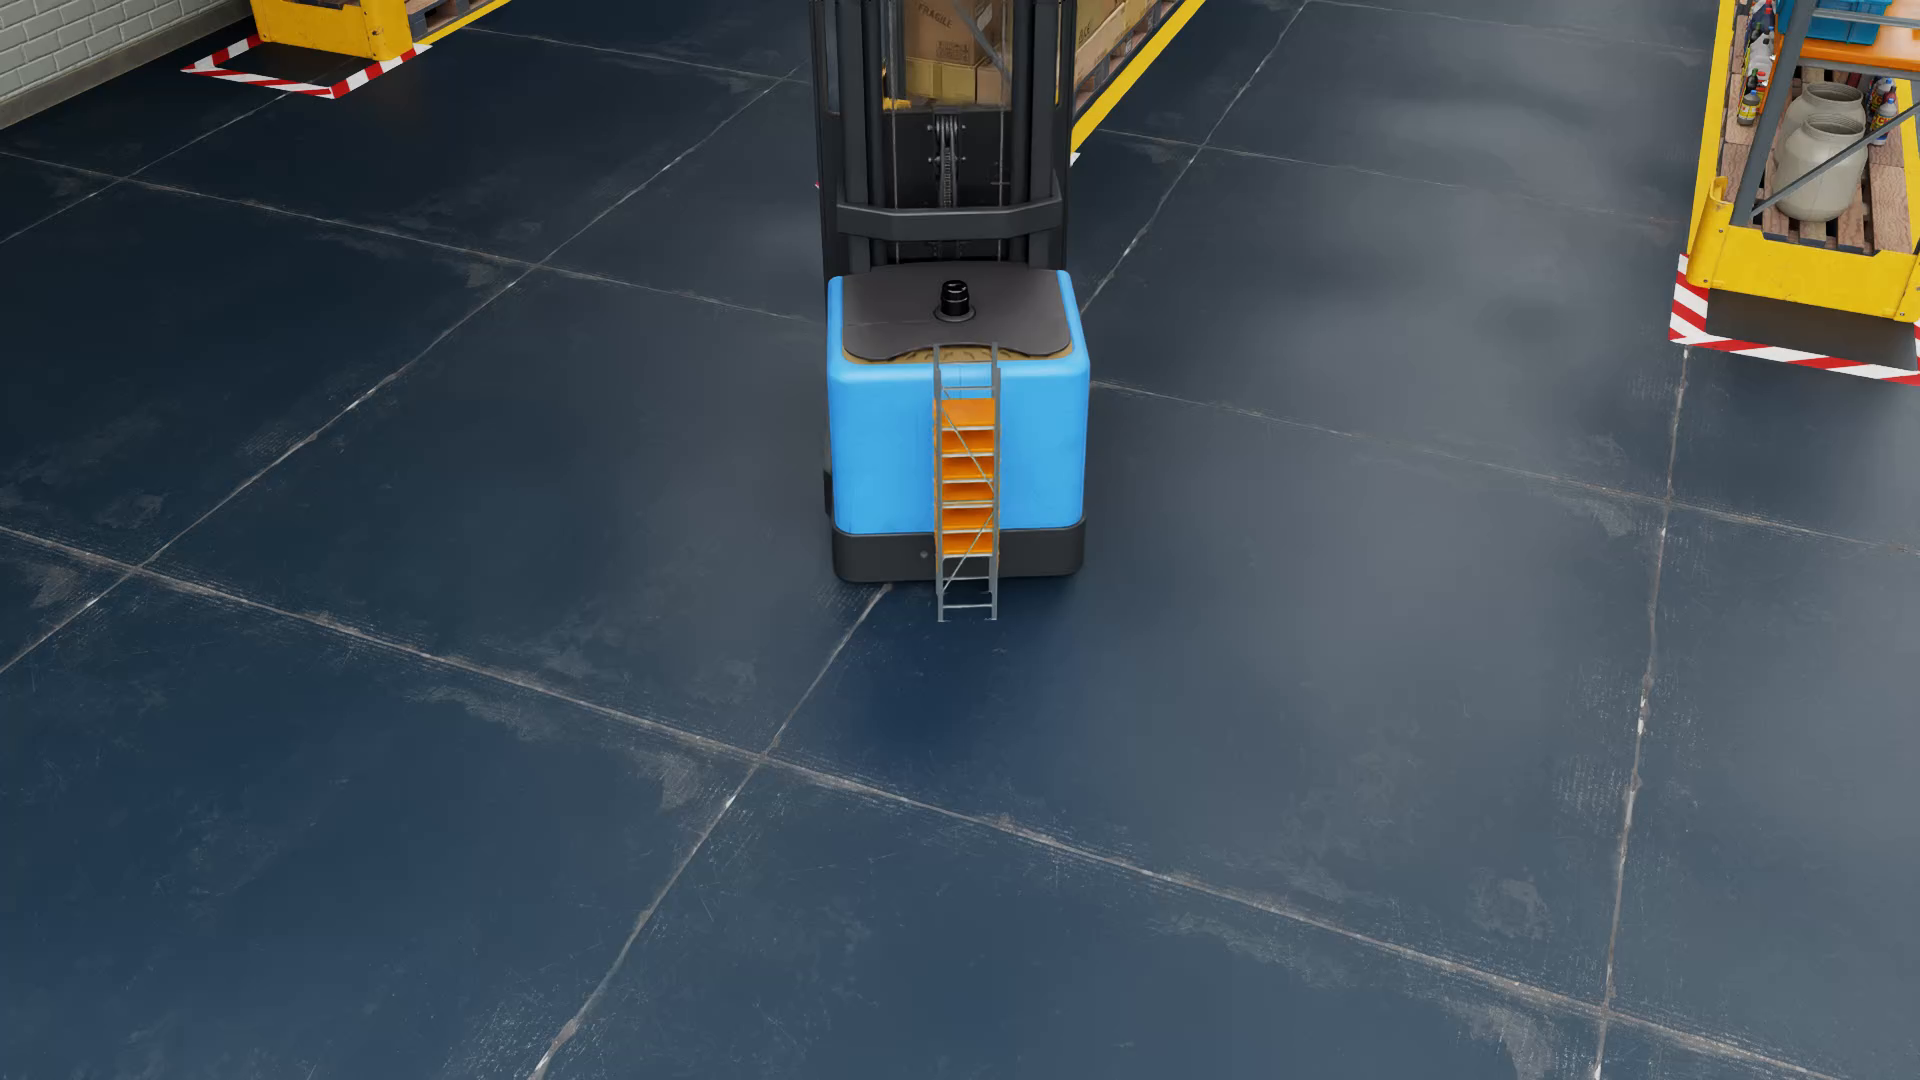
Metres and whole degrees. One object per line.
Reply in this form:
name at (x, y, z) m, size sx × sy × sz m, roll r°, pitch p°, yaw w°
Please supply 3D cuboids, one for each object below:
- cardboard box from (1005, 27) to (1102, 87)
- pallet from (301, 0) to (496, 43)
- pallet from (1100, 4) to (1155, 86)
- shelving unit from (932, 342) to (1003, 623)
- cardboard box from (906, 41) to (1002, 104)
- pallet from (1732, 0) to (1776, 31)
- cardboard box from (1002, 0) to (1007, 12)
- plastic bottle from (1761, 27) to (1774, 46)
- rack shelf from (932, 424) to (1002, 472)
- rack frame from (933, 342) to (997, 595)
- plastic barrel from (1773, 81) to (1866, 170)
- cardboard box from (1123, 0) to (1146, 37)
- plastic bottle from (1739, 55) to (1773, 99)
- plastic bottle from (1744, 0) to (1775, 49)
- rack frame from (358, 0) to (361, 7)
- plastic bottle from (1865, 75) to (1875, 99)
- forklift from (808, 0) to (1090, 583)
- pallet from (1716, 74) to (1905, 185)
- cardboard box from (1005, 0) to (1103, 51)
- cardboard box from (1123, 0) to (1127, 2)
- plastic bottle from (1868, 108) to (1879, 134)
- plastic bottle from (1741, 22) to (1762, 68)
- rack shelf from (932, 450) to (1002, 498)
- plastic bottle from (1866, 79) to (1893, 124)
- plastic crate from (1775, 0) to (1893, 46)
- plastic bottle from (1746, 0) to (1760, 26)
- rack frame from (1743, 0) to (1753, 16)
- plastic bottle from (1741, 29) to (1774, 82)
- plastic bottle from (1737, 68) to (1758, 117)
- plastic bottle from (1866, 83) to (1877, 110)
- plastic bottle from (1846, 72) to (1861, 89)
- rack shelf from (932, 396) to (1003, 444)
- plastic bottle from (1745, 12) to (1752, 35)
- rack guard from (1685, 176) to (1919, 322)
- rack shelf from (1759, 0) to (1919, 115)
cardboard box at (0.618, -3.236, 11.019) m, size 0.500 × 0.250 × 0.500 m, roll 14°, pitch 39°, yaw 18°
pallet at (-4.190, -4.138, 12.610) m, size 1.003 × 0.211 × 1.213 m, roll 14°, pitch 39°, yaw 18°
pallet at (0.739, -3.634, 11.935) m, size 1.003 × 0.211 × 1.213 m, roll 14°, pitch 39°, yaw 18°
shelving unit at (0.026, -0.201, 6.517) m, size 0.258 × 1.200 × 0.189 m, roll -2°, pitch 37°, yaw -3°
cardboard box at (-0.048, -3.076, 10.806) m, size 0.500 × 0.250 × 0.500 m, roll 14°, pitch 39°, yaw 18°
pallet at (6.386, -4.056, 12.500) m, size 1.003 × 0.211 × 1.213 m, roll 14°, pitch 39°, yaw 18°
cardboard box at (0.317, -3.934, 11.327) m, size 0.500 × 0.500 × 0.500 m, roll 14°, pitch 39°, yaw 18°
plastic bottle at (5.339, -3.266, 11.025) m, size 0.097 × 0.271 × 0.097 m, roll 0°, pitch 37°, yaw 0°
rack shelf at (0.026, -0.358, 6.400) m, size 0.258 × 0.103 × 0.180 m, roll -2°, pitch 37°, yaw -3°
rack frame at (0.020, -0.256, 6.590) m, size 0.240 × 1.200 × 0.006 m, roll -2°, pitch 37°, yaw -3°
plastic barrel at (4.971, -2.345, 9.610) m, size 0.421 × 0.512 × 0.421 m, roll 0°, pitch 37°, yaw 0°
cardboard box at (1.003, -3.788, 11.758) m, size 0.500 × 0.250 × 0.500 m, roll 14°, pitch 39°, yaw 18°
plastic bottle at (5.068, -2.926, 10.567) m, size 0.152 × 0.276 × 0.135 m, roll 13°, pitch 39°, yaw 16°
plastic bottle at (5.432, -3.492, 11.261) m, size 0.144 × 0.351 × 0.185 m, roll 15°, pitch 39°, yaw 19°
rack frame at (-4.561, -4.771, 11.128) m, size 1.000 × 3.000 × 0.127 m, roll 14°, pitch 39°, yaw 18°
plastic bottle at (5.863, -2.916, 10.616) m, size 0.097 × 0.201 × 0.097 m, roll 0°, pitch 37°, yaw 0°
forklift at (-0.084, -1.859, 7.289) m, size 1.130 × 2.935 × 3.031 m, roll -2°, pitch 37°, yaw -3°
pallet at (5.366, -2.572, 10.515) m, size 1.003 × 0.211 × 1.213 m, roll 14°, pitch 39°, yaw 18°
cardboard box at (0.620, -3.536, 10.794) m, size 0.500 × 0.500 × 0.500 m, roll 14°, pitch 39°, yaw 18°
cardboard box at (1.004, -4.088, 11.534) m, size 0.500 × 0.500 × 0.500 m, roll 14°, pitch 39°, yaw 18°
plastic bottle at (5.618, -2.560, 10.139) m, size 0.097 × 0.201 × 0.097 m, roll 0°, pitch 37°, yaw 0°
plastic bottle at (5.259, -3.278, 11.032) m, size 0.061 × 0.283 × 0.133 m, roll 16°, pitch 40°, yaw 20°
rack shelf at (0.026, -0.262, 6.472) m, size 0.258 × 0.103 × 0.180 m, roll -2°, pitch 37°, yaw -3°
plastic bottle at (5.709, -2.720, 10.295) m, size 0.097 × 0.271 × 0.097 m, roll 0°, pitch 37°, yaw 0°
plastic crate at (4.514, -2.800, 8.615) m, size 0.499 × 0.251 × 0.616 m, roll 14°, pitch 39°, yaw 18°
plastic bottle at (5.596, -3.736, 11.654) m, size 0.097 × 0.271 × 0.097 m, roll 0°, pitch 37°, yaw 0°
rack frame at (6.123, -4.729, 11.071) m, size 1.000 × 3.000 × 0.127 m, roll 14°, pitch 39°, yaw 18°
plastic bottle at (5.198, -3.152, 10.807) m, size 0.144 × 0.351 × 0.185 m, roll 14°, pitch 39°, yaw 17°
plastic bottle at (4.922, -2.788, 10.376) m, size 0.061 × 0.283 × 0.133 m, roll 15°, pitch 39°, yaw 19°
plastic bottle at (5.785, -2.803, 10.464) m, size 0.097 × 0.201 × 0.097 m, roll 0°, pitch 37°, yaw 0°
plastic bottle at (5.784, -3.045, 10.719) m, size 0.061 × 0.283 × 0.133 m, roll 14°, pitch 39°, yaw 18°
rack shelf at (0.026, -0.454, 6.328) m, size 0.258 × 0.103 × 0.180 m, roll -2°, pitch 37°, yaw -3°
plastic bottle at (5.519, -3.595, 11.524) m, size 0.097 × 0.201 × 0.097 m, roll 0°, pitch 37°, yaw 0°
rack guard at (4.586, -1.566, 8.927) m, size 1.175 × 0.500 × 0.348 m, roll 14°, pitch 39°, yaw 18°
rack shelf at (5.362, -3.334, 9.805) m, size 1.077 × 0.370 × 4.000 m, roll 14°, pitch 39°, yaw 18°
